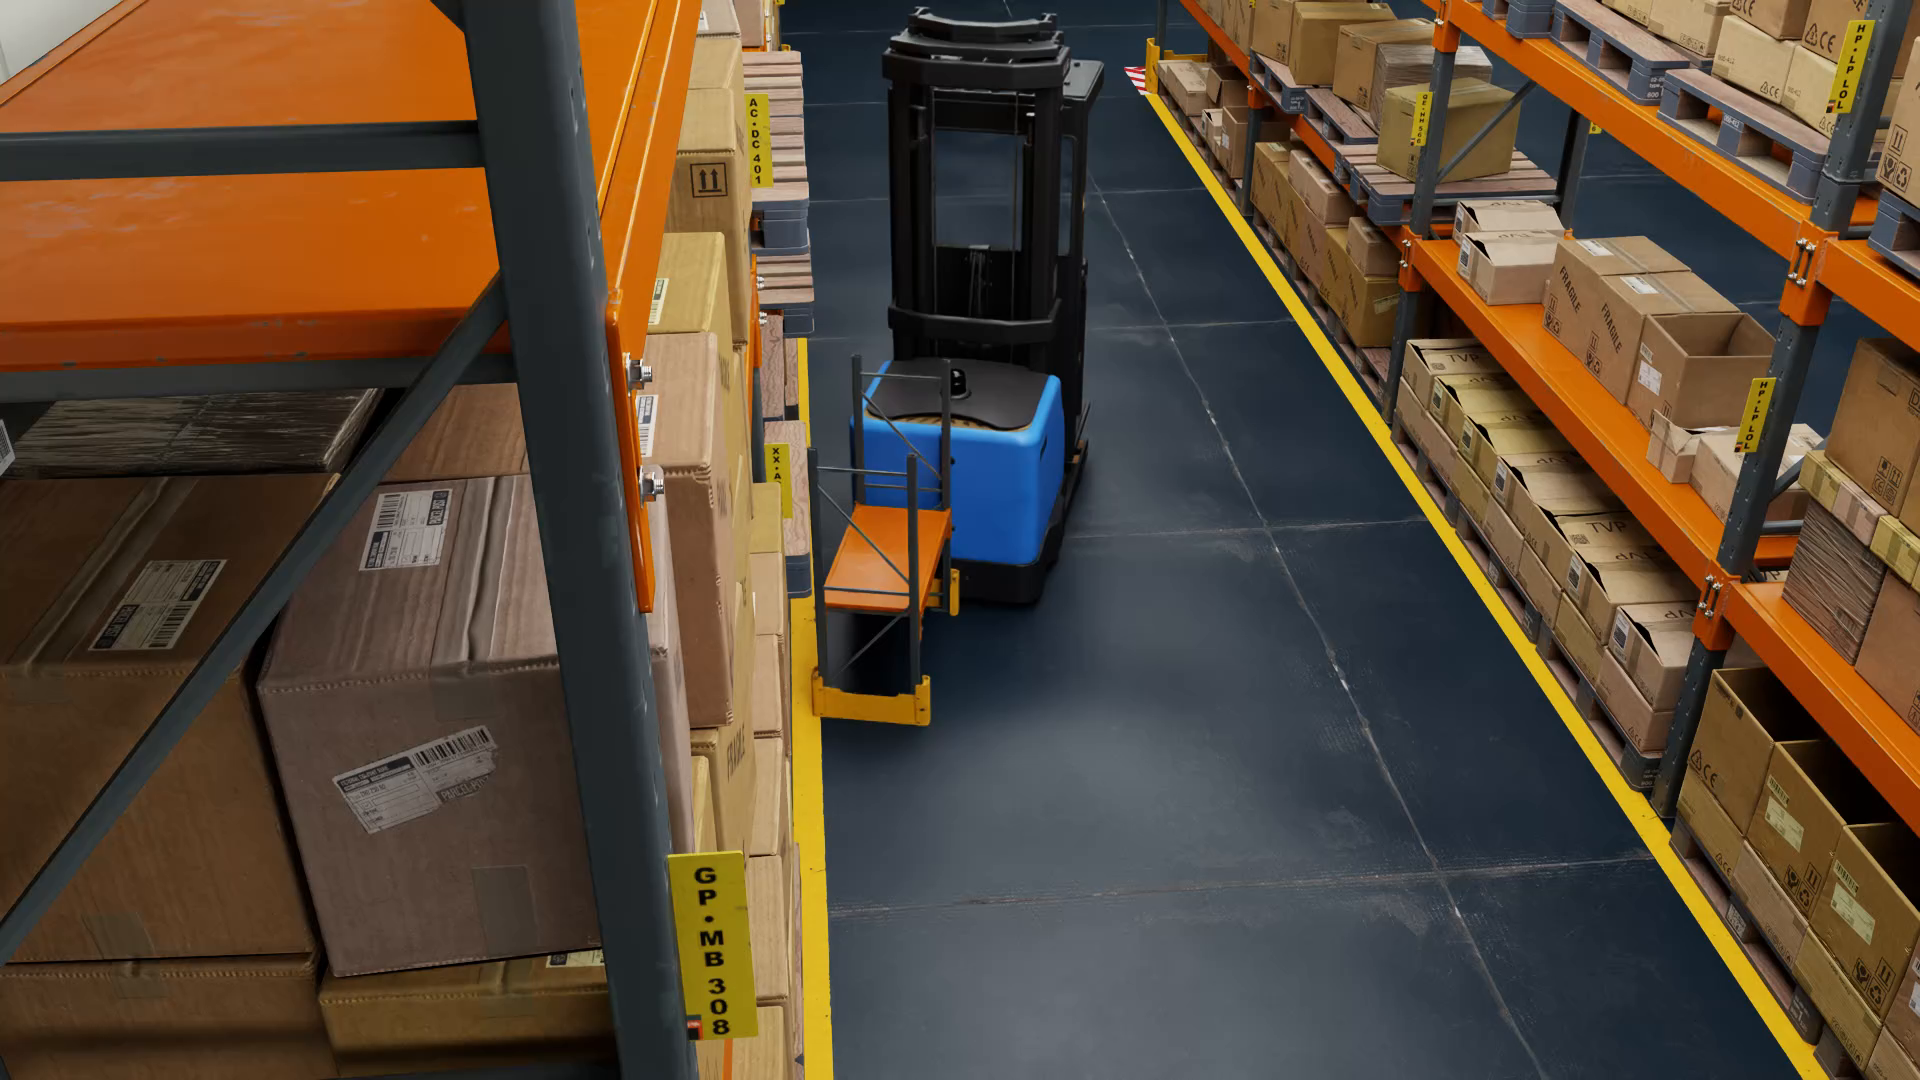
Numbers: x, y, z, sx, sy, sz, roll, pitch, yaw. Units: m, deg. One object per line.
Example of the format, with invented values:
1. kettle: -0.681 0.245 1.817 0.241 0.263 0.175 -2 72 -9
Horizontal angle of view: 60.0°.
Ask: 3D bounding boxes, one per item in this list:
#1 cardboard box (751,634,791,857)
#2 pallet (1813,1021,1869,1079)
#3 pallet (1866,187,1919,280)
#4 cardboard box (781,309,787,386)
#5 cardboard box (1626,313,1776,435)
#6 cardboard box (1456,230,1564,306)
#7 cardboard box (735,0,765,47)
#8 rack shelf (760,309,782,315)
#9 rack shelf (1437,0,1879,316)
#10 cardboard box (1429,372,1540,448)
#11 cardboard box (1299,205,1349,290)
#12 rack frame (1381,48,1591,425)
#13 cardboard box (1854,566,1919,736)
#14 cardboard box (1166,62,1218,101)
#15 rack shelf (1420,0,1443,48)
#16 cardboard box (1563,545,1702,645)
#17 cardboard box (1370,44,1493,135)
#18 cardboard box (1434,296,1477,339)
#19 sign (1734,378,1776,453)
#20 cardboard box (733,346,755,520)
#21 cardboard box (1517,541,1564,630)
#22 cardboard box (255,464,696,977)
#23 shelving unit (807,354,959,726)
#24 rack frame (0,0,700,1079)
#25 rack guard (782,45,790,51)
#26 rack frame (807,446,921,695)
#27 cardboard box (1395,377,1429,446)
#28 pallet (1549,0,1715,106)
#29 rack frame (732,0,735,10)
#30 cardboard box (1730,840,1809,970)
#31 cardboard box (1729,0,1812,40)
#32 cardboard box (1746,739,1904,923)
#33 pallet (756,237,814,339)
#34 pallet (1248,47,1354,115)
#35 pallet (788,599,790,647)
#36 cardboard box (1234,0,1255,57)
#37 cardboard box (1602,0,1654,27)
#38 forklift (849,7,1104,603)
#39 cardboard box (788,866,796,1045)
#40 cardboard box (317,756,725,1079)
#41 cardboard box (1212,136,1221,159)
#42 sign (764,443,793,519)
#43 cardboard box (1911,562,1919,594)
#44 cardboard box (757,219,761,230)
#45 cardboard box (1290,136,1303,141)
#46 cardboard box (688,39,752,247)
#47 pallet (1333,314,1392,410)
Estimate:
1. cardboard box: -0.795 0.651 5.131 0.500 0.500 0.500 -4 31 -6
2. pallet: 3.846 2.168 5.914 1.003 0.211 1.213 -3 31 -5
3. pallet: 3.802 -0.876 5.454 1.003 0.211 1.213 -3 31 -5
4. cardboard box: -1.547 -1.503 11.029 0.750 0.750 0.750 -3 31 -5
5. cardboard box: 3.592 -0.766 8.010 0.500 0.500 0.500 -1 31 -1
6. cardboard box: 3.213 -1.599 9.589 0.500 0.311 0.500 -3 31 -5
7. cardboard box: -1.273 -2.767 8.601 0.500 0.311 0.500 -3 31 -5
8. rack shelf: -1.422 -0.534 8.421 1.077 0.370 4.000 -3 31 -5
9. rack shelf: 3.509 -2.061 8.052 1.077 0.370 4.000 -3 31 -5
10. cardboard box: 3.137 -0.795 9.881 0.500 0.311 0.500 -3 31 -6
11. cardboard box: 2.898 -2.217 12.546 0.500 0.500 0.500 -4 31 -6
12. rack frame: 3.323 -2.103 10.346 1.000 3.000 0.127 -3 31 -5
13. cardboard box: 3.800 0.391 6.073 0.700 0.500 0.500 -3 31 -5
14. cardboard box: 2.390 -4.650 16.862 0.500 0.250 0.500 -3 31 -5
15. rack shelf: 3.136 -4.103 11.471 1.077 0.370 4.000 -3 31 -5
16. cardboard box: 3.318 0.240 8.148 0.500 0.311 0.500 -2 31 -3
17. cardboard box: 3.256 -3.119 11.539 0.700 0.500 0.500 3 31 5
18. cardboard box: 3.565 -1.465 11.287 0.500 0.500 0.500 -1 31 -2
19. sign: 3.157 -0.493 6.599 0.100 0.325 0.005 -3 31 -5
20. cardboard box: -0.818 -0.375 4.411 0.500 0.500 0.500 -4 31 -7
21. cardboard box: 3.275 0.222 8.726 0.500 0.250 0.500 -2 31 -3
22. cardboard box: -0.656 0.244 2.400 0.500 0.500 0.500 -5 31 -8
23. shelving unit: -0.369 -0.017 8.316 0.587 1.500 1.083 4 31 7
24. rack frame: -0.858 -0.355 1.570 0.949 2.616 0.053 -3 31 -5
25. rack guard: -2.359 -4.887 17.445 1.175 0.500 0.348 -3 31 -5
26. rack frame: -0.442 0.246 7.877 0.500 1.500 0.032 4 31 7
27. cardboard box: 3.079 -0.822 10.473 0.500 0.250 0.500 -3 31 -5
28. pallet: 3.582 -2.397 8.097 1.003 0.211 1.213 -1 31 -2
29. rack frame: -1.235 -2.397 4.989 1.000 3.000 0.127 -3 31 -5
30. cardboard box: 3.479 1.446 6.676 0.500 0.250 0.500 -3 31 -5
31. cardboard box: 3.602 -2.393 6.912 0.500 0.500 0.500 0 31 0
32. cardboard box: 3.482 1.124 6.484 0.500 0.500 0.500 -3 31 -5
33. pallet: -1.436 -1.423 9.395 1.213 0.211 1.003 -3 31 -5
34. pallet: 2.915 -3.650 13.123 1.003 0.211 1.213 -3 31 -5
35. pallet: -1.427 0.354 8.953 1.003 0.211 1.213 -3 31 -5
36. cardboard box: 2.647 -4.431 14.147 0.500 0.500 0.500 -2 31 -4
37. cardboard box: 3.530 -2.719 8.188 0.500 0.250 0.500 -3 31 -6
38. forklift: 0.200 -1.657 9.666 1.130 2.935 3.031 6 31 10
39. cardboard box: -0.741 1.229 4.895 0.500 0.250 0.500 -2 31 -4
40. cardboard box: -0.644 0.698 2.614 0.500 0.500 0.500 -2 31 -3
41. cardboard box: 2.518 -3.576 15.164 0.380 0.149 0.250 -3 31 -5
42. sign: -0.696 -0.223 6.355 0.100 0.325 0.005 -3 31 -5
43. cardboard box: 3.604 0.158 5.831 0.380 0.149 0.250 -3 31 -5
44. cardboard box: -1.409 -1.944 10.305 0.380 0.149 0.250 -3 31 -5
45. cardboard box: 3.125 -3.405 14.718 0.500 0.311 0.500 -3 31 -5
46. cardboard box: -0.857 -1.067 4.594 0.500 0.500 0.500 -1 31 -2
47. pallet: 3.290 -1.289 11.703 1.003 0.211 1.213 -3 31 -5
